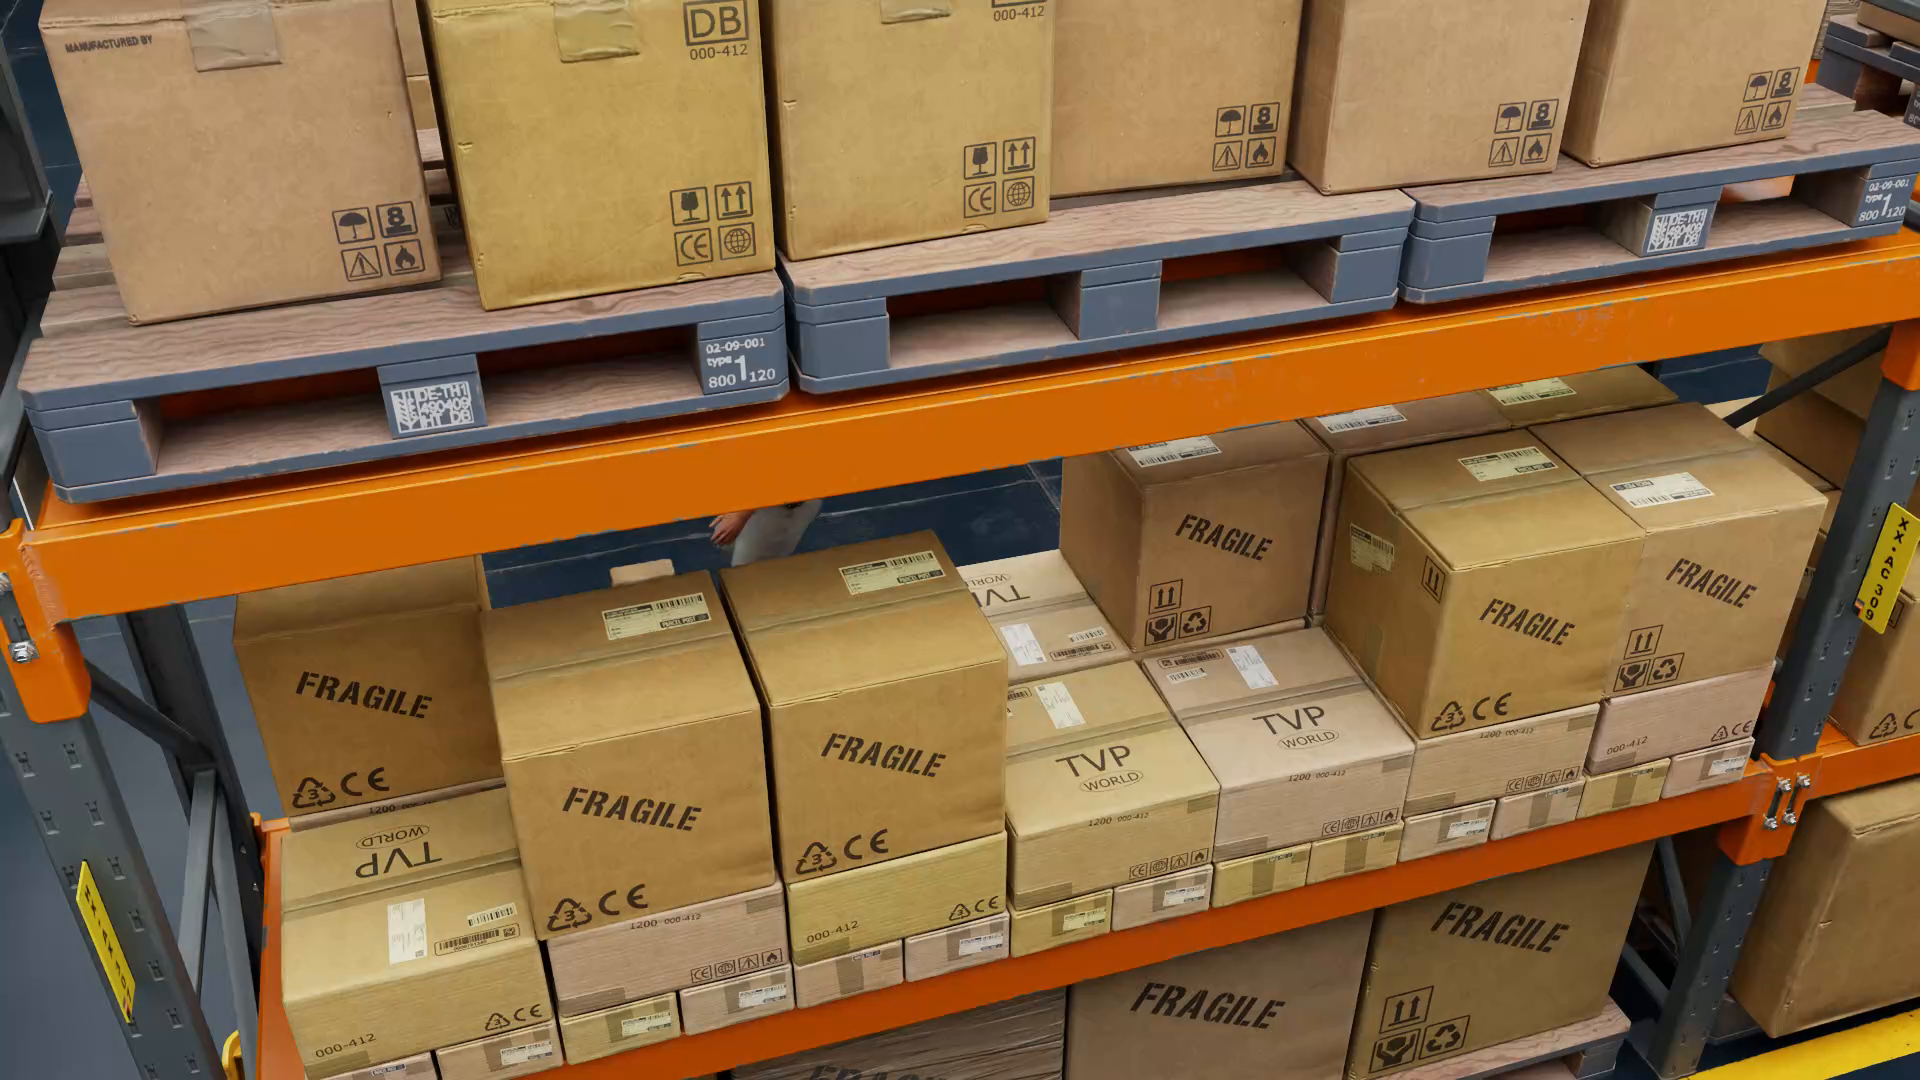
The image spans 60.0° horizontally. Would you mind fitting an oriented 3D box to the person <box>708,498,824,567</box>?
[{"bbox_3d":[-0.797,-0.213,6.559,0.585,1.650,0.571,-9,35,-14],"label":"person"}]
